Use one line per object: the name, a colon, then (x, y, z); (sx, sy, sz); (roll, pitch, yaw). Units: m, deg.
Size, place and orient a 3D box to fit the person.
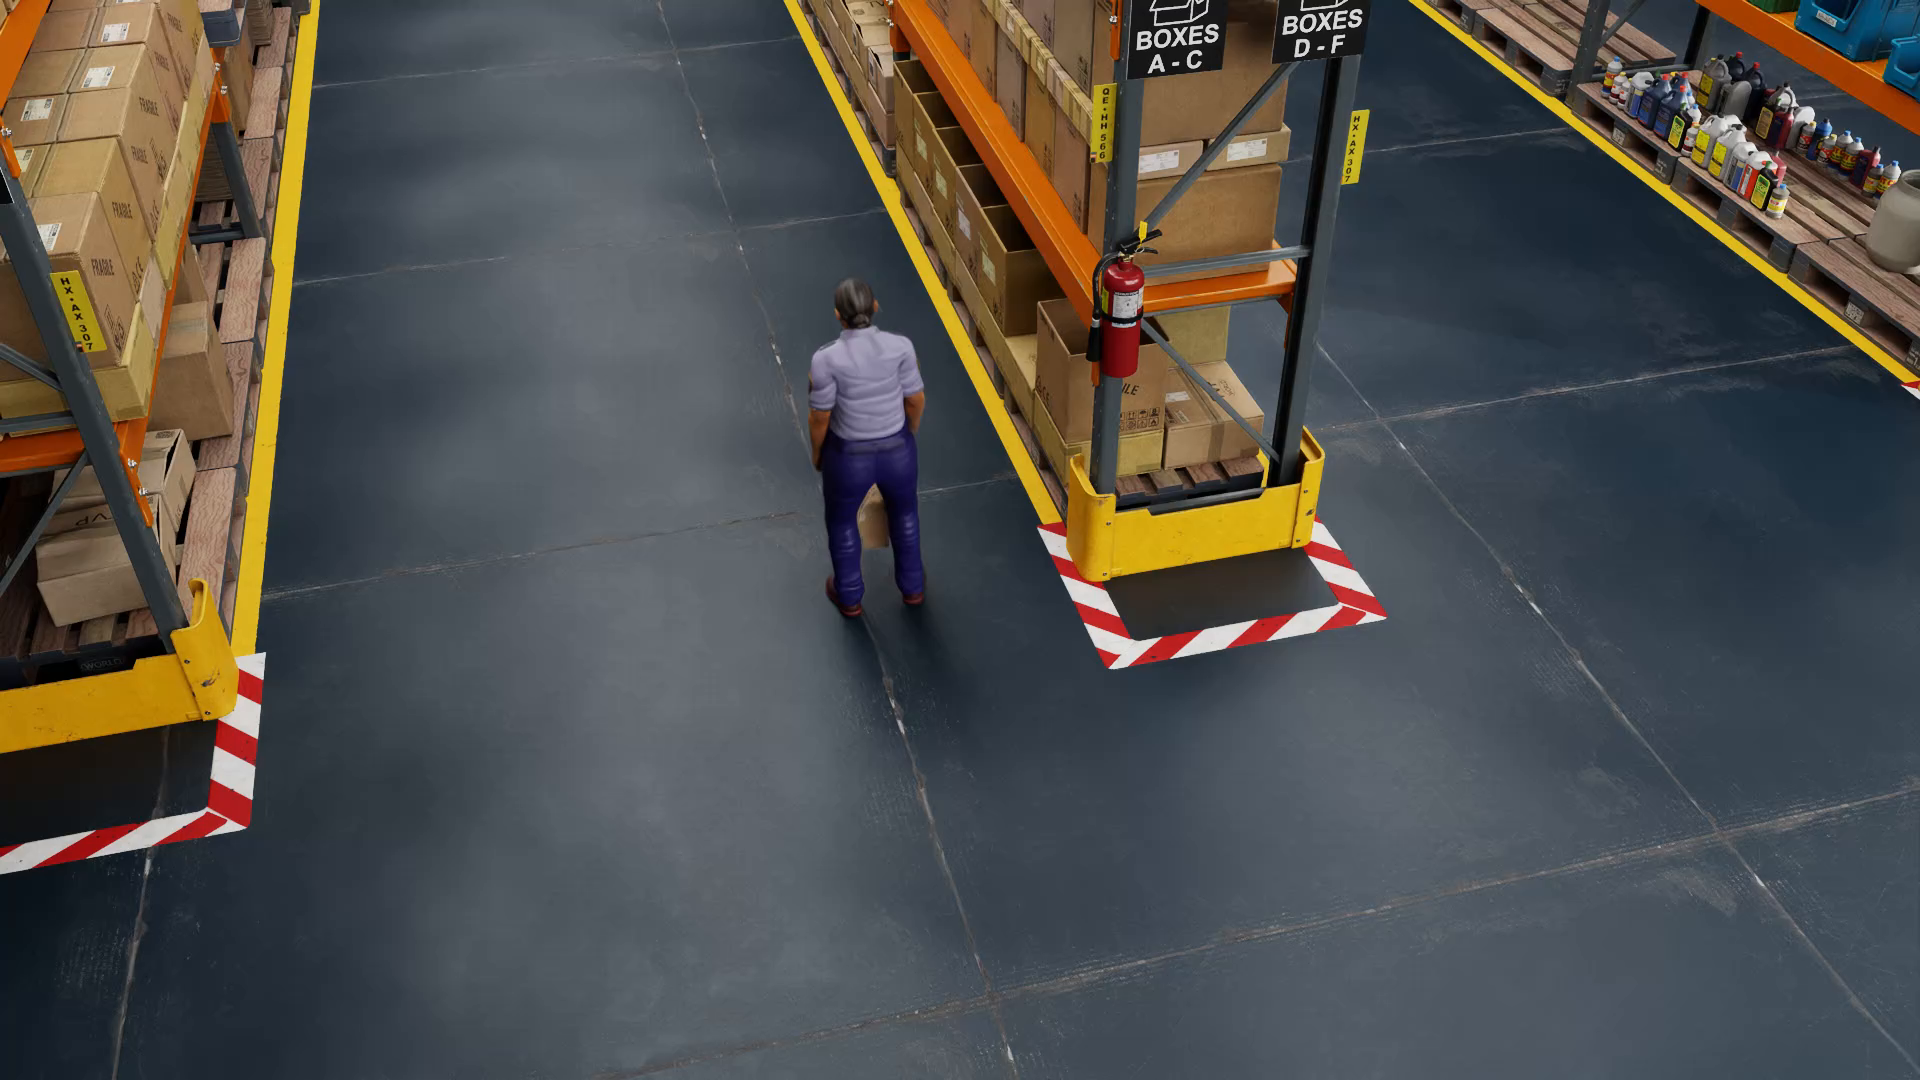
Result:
person: (-0.392, -0.378, 7.194); (0.531, 1.654, 0.372); (-11, 40, -13)
